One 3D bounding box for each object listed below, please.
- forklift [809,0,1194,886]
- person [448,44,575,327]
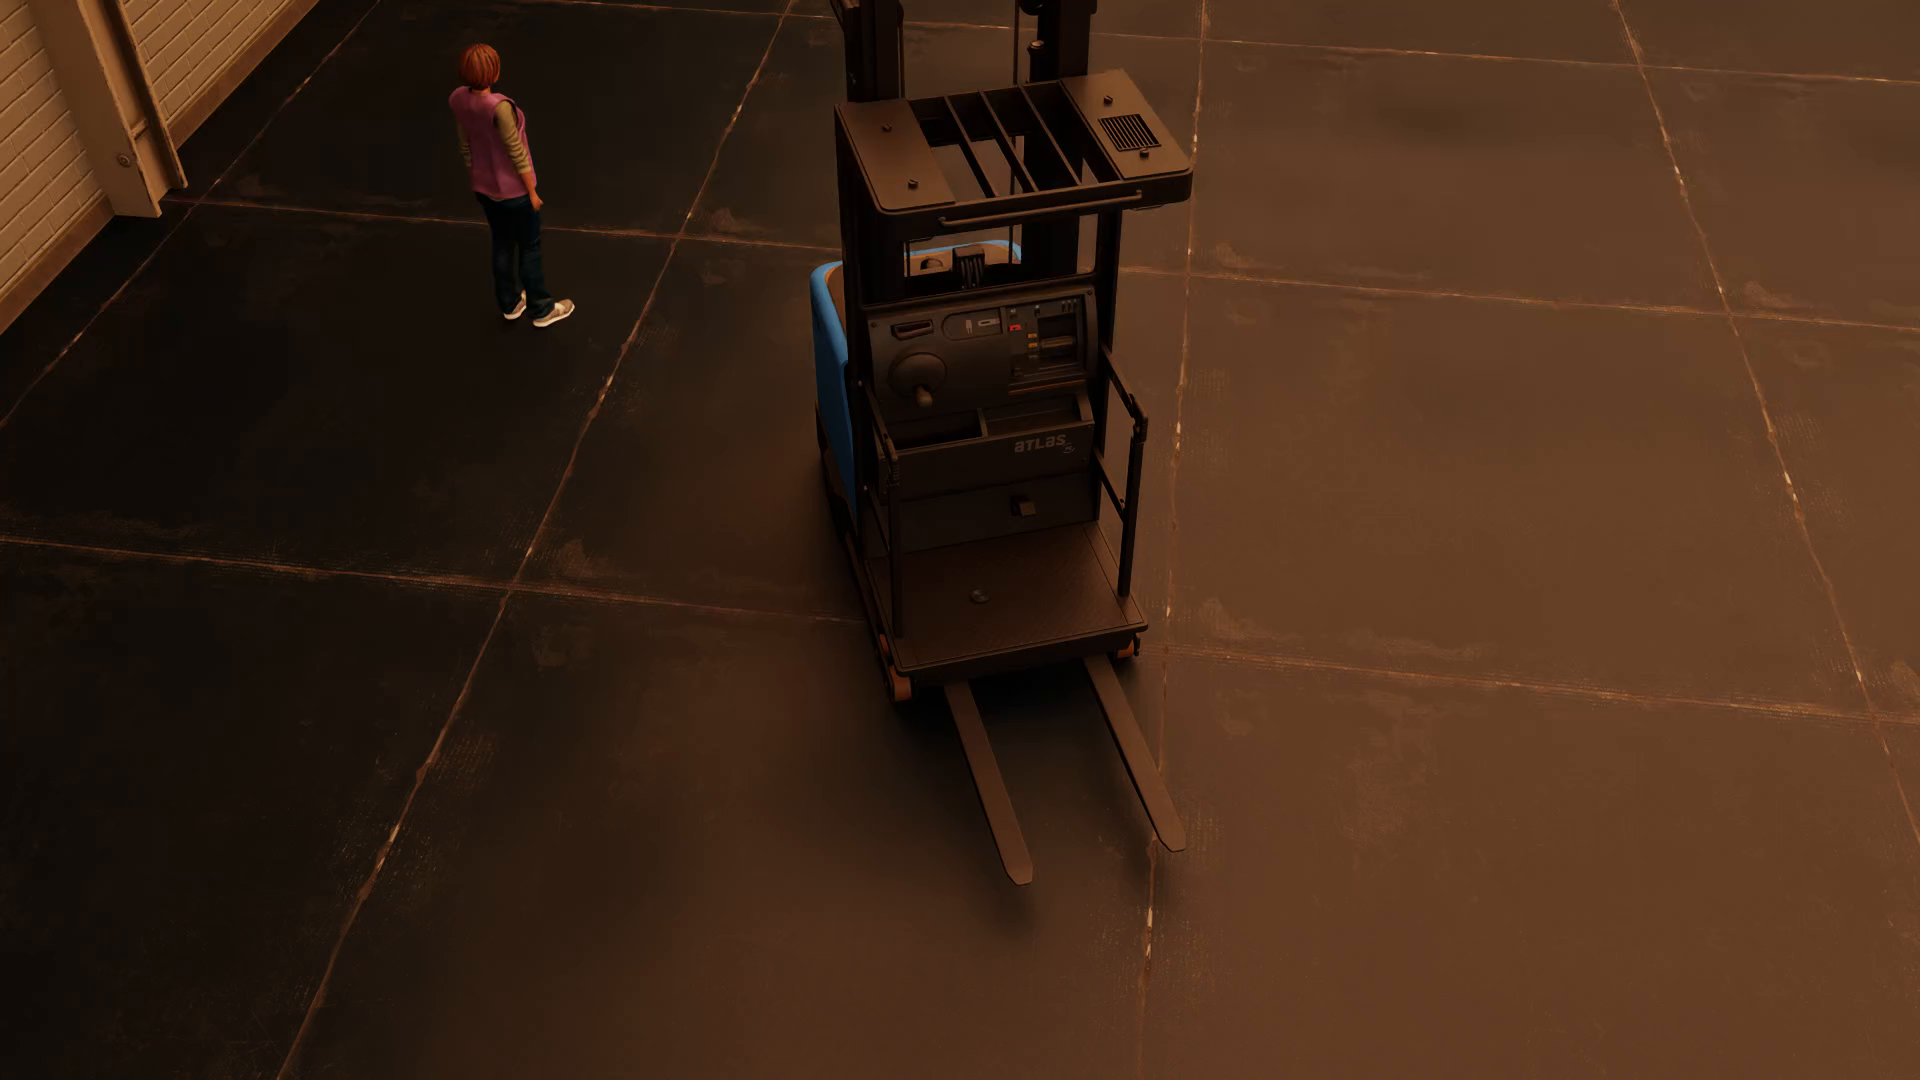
[{"bbox_3d":[0.153,-0.681,6.465,1.130,2.935,3.031,-10,44,-11],"label":"forklift"},{"bbox_3d":[-2.383,-1.845,8.721,0.407,1.597,0.322,20,46,20],"label":"person"}]
